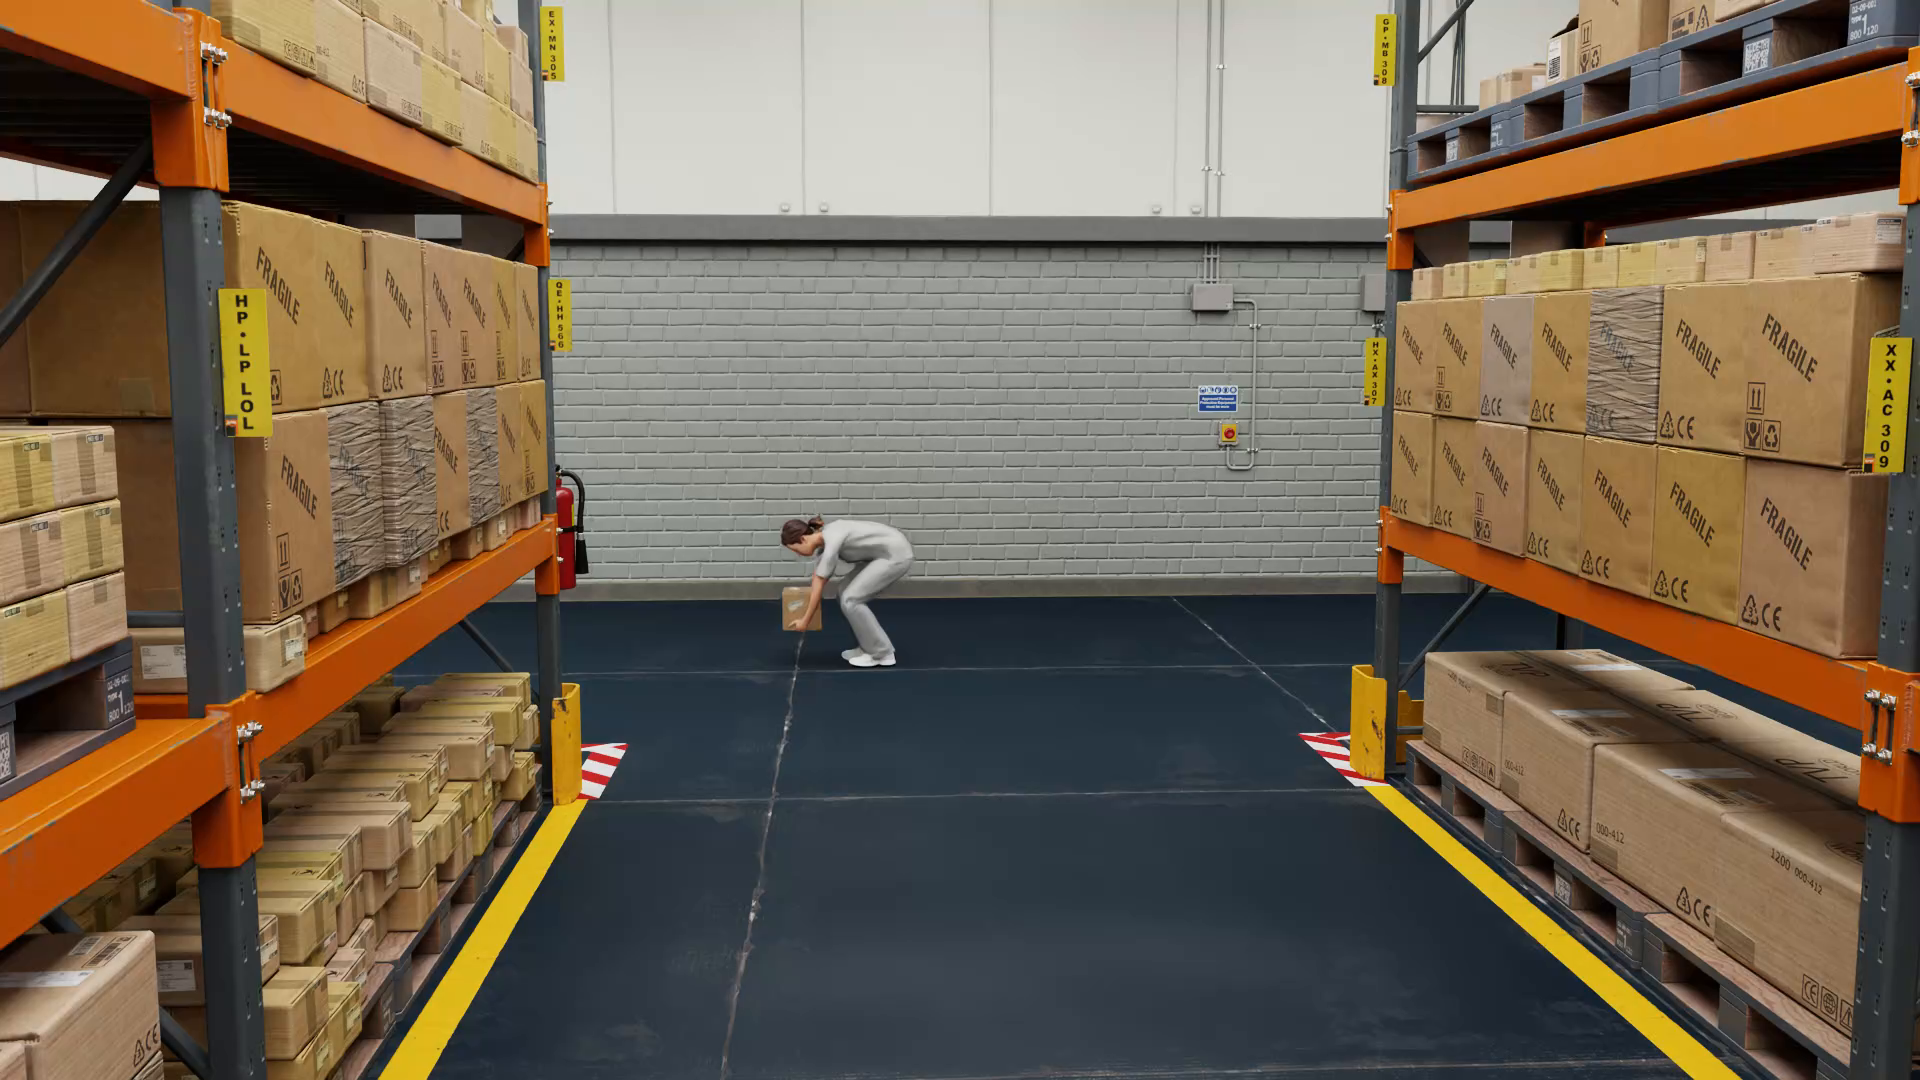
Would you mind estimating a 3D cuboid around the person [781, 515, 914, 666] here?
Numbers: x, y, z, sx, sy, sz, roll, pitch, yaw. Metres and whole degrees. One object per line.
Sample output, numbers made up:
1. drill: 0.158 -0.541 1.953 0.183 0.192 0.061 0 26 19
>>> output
1. person: -0.740 0.321 10.931 0.866 0.995 0.466 -1 7 -6
